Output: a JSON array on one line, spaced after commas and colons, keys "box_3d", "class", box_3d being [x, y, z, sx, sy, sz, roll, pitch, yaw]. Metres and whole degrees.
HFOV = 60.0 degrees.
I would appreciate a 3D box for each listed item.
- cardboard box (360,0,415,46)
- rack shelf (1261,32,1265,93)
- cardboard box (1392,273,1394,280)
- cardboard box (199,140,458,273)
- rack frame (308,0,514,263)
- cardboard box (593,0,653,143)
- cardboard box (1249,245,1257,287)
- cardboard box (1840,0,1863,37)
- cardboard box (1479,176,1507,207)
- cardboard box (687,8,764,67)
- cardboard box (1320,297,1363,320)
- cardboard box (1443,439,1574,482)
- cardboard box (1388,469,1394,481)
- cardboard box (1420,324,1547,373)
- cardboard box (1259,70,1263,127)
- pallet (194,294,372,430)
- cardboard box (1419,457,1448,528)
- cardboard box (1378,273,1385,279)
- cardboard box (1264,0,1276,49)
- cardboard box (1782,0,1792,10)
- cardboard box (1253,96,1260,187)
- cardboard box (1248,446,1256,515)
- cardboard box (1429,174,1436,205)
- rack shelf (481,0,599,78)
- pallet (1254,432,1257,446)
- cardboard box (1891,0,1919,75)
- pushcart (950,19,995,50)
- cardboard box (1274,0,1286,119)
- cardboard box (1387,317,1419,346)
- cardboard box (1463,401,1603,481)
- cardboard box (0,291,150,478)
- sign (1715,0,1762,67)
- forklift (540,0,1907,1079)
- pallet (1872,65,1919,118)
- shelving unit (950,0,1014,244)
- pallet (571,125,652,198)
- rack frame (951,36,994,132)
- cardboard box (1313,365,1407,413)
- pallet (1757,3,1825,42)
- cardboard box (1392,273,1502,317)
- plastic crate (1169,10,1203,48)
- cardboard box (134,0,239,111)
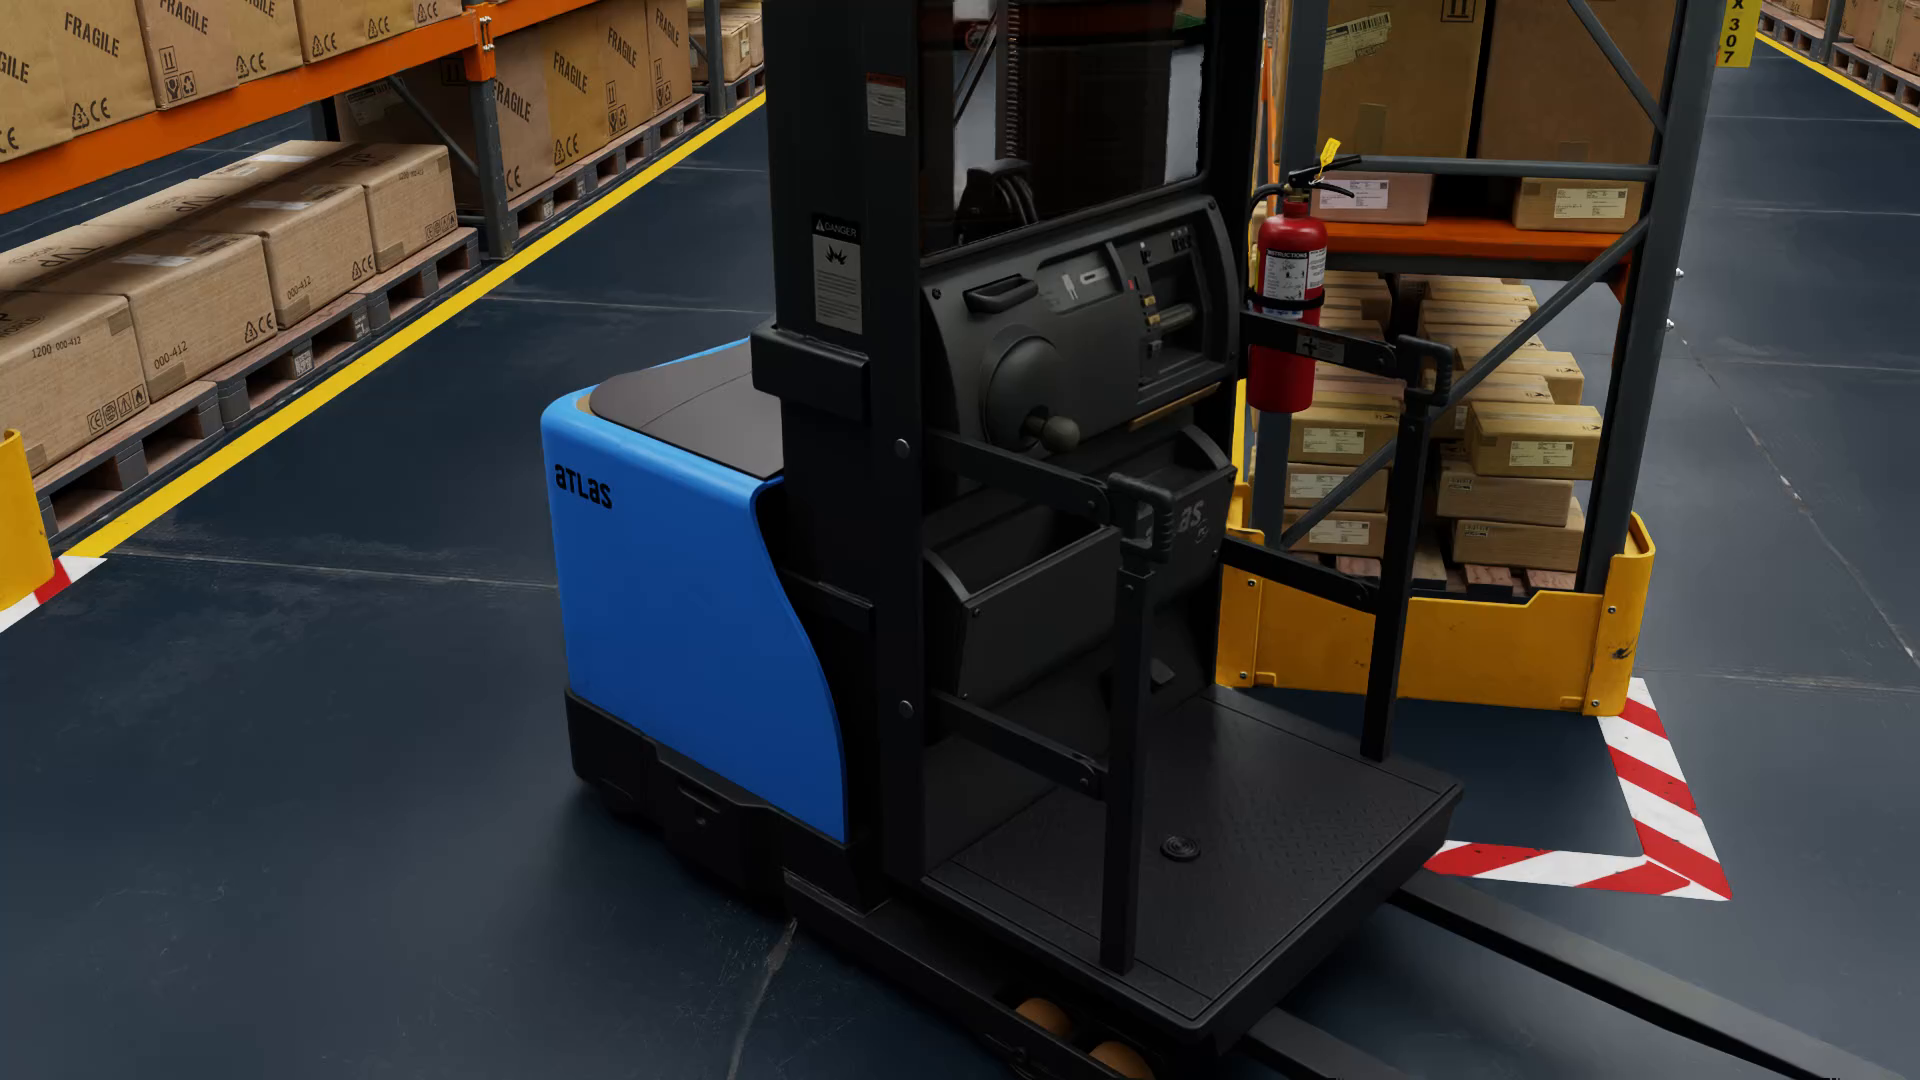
[{"box_3d": [-2.830, -2.528, 7.494, 0.500, 0.500, 0.500, 3, 25, 7], "class": "cardboard box"}, {"box_3d": [2.299, -3.120, 9.726, 1.077, 0.370, 4.000, 4, 25, 9], "class": "rack shelf"}, {"box_3d": [2.016, -1.056, 6.984, 0.380, 0.149, 0.250, 5, 25, 10], "class": "cardboard box"}, {"box_3d": [-3.137, -1.685, 8.337, 0.875, 0.438, 0.875, 4, 25, 8], "class": "cardboard box"}, {"box_3d": [-2.928, -2.910, 8.428, 1.000, 3.000, 0.127, 4, 25, 9], "class": "rack frame"}, {"box_3d": [-2.619, -3.155, 10.963, 0.875, 0.875, 0.875, 4, 25, 9], "class": "cardboard box"}, {"box_3d": [1.552, -1.267, 7.786, 0.380, 0.149, 0.250, 5, 26, 10], "class": "cardboard box"}, {"box_3d": [8.261, -4.792, 14.902, 0.500, 0.500, 0.500, 3, 25, 7], "class": "cardboard box"}, {"box_3d": [1.695, -1.045, 4.740, 0.380, 0.149, 0.250, 5, 26, 10], "class": "cardboard box"}, {"box_3d": [-2.060, -4.128, 13.634, 0.950, 0.372, 0.625, 4, 25, 8], "class": "cardboard box"}, {"box_3d": [1.263, -0.782, 6.048, 0.380, 0.149, 0.250, 5, 26, 10], "class": "cardboard box"}, {"box_3d": [1.757, -0.282, 5.331, 0.380, 0.149, 0.250, 4, 25, 8], "class": "cardboard box"}, {"box_3d": [1.219, -0.316, 5.404, 0.380, 0.149, 0.250, 3, 25, 7], "class": "cardboard box"}, {"box_3d": [1.792, -0.630, 5.723, 0.380, 0.149, 0.250, 3, 25, 6], "class": "cardboard box"}, {"box_3d": [1.844, -2.336, 8.771, 0.500, 0.250, 0.500, 3, 25, 7], "class": "cardboard box"}, {"box_3d": [-3.327, -0.823, 7.258, 1.003, 0.211, 1.213, 4, 25, 9], "class": "pallet"}, {"box_3d": [1.682, -0.147, 5.394, 0.380, 0.149, 0.250, 4, 25, 8], "class": "cardboard box"}, {"box_3d": [1.510, -1.097, 6.720, 0.380, 0.149, 0.250, 3, 25, 6], "class": "cardboard box"}, {"box_3d": [1.451, -2.184, 6.409, 0.500, 0.500, 0.500, 3, 25, 7], "class": "cardboard box"}, {"box_3d": [8.506, -5.527, 16.473, 0.500, 0.500, 0.500, 6, 26, 13], "class": "cardboard box"}, {"box_3d": [1.928, -2.209, 9.384, 0.500, 0.500, 0.500, 3, 25, 7], "class": "cardboard box"}, {"box_3d": [1.141, -0.184, 5.473, 0.380, 0.149, 0.250, 5, 26, 10], "class": "cardboard box"}, {"box_3d": [1.170, -1.080, 4.815, 0.380, 0.149, 0.250, 4, 25, 8], "class": "cardboard box"}, {"box_3d": [-2.601, -3.421, 10.368, 1.077, 0.370, 4.000, 4, 25, 9], "class": "rack shelf"}, {"box_3d": [1.700, -0.551, 6.679, 1.003, 0.211, 1.213, 4, 25, 9], "class": "pallet"}, {"box_3d": [7.847, -3.949, 13.078, 0.700, 0.500, 0.500, 2, 25, 4], "class": "cardboard box"}, {"box_3d": [0.637, -4.931, 15.840, 1.648, 0.377, 0.936, -5, 25, -10], "class": "pushcart"}, {"box_3d": [1.227, -1.537, 5.027, 0.500, 0.500, 0.500, 4, 25, 8], "class": "cardboard box"}, {"box_3d": [1.812, -0.724, 6.275, 0.380, 0.149, 0.250, 5, 26, 11], "class": "cardboard box"}, {"box_3d": [1.739, -0.300, 5.019, 0.380, 0.149, 0.250, 3, 25, 6], "class": "cardboard box"}, {"box_3d": [-3.573, -0.550, 5.913, 0.875, 0.438, 0.875, 3, 25, 7], "class": "cardboard box"}, {"box_3d": [1.853, -1.291, 3.948, 0.100, 0.325, 0.005, 4, 25, 9], "class": "sign"}, {"box_3d": [0.428, -0.420, 3.189, 3.031, 2.935, 1.130, 21, 32, 37], "class": "forklift"}, {"box_3d": [7.833, -3.469, 12.912, 1.003, 0.211, 1.213, 4, 25, 9], "class": "pallet"}, {"box_3d": [-0.027, -0.882, 5.157, 0.431, 2.100, 0.503, 4, 25, 9], "class": "shelving unit"}, {"box_3d": [-2.679, -2.487, 10.813, 1.003, 0.211, 1.213, 4, 25, 9], "class": "pallet"}, {"box_3d": [0.013, -0.984, 5.375, 0.400, 2.100, 0.015, 4, 25, 9], "class": "rack frame"}, {"box_3d": [1.252, -0.445, 5.328, 0.380, 0.149, 0.250, 5, 25, 10], "class": "cardboard box"}, {"box_3d": [8.428, -5.101, 16.399, 1.003, 0.211, 1.213, 4, 25, 9], "class": "pallet"}, {"box_3d": [1.881, -0.964, 6.437, 0.380, 0.149, 0.250, 4, 25, 9], "class": "cardboard box"}, {"box_3d": [2.015, -4.871, 15.867, 0.450, 0.188, 0.662, 29, 36, 30], "class": "plastic crate"}, {"box_3d": [-3.064, -1.888, 6.128, 0.500, 0.500, 0.500, 4, 25, 8], "class": "cardboard box"}]
